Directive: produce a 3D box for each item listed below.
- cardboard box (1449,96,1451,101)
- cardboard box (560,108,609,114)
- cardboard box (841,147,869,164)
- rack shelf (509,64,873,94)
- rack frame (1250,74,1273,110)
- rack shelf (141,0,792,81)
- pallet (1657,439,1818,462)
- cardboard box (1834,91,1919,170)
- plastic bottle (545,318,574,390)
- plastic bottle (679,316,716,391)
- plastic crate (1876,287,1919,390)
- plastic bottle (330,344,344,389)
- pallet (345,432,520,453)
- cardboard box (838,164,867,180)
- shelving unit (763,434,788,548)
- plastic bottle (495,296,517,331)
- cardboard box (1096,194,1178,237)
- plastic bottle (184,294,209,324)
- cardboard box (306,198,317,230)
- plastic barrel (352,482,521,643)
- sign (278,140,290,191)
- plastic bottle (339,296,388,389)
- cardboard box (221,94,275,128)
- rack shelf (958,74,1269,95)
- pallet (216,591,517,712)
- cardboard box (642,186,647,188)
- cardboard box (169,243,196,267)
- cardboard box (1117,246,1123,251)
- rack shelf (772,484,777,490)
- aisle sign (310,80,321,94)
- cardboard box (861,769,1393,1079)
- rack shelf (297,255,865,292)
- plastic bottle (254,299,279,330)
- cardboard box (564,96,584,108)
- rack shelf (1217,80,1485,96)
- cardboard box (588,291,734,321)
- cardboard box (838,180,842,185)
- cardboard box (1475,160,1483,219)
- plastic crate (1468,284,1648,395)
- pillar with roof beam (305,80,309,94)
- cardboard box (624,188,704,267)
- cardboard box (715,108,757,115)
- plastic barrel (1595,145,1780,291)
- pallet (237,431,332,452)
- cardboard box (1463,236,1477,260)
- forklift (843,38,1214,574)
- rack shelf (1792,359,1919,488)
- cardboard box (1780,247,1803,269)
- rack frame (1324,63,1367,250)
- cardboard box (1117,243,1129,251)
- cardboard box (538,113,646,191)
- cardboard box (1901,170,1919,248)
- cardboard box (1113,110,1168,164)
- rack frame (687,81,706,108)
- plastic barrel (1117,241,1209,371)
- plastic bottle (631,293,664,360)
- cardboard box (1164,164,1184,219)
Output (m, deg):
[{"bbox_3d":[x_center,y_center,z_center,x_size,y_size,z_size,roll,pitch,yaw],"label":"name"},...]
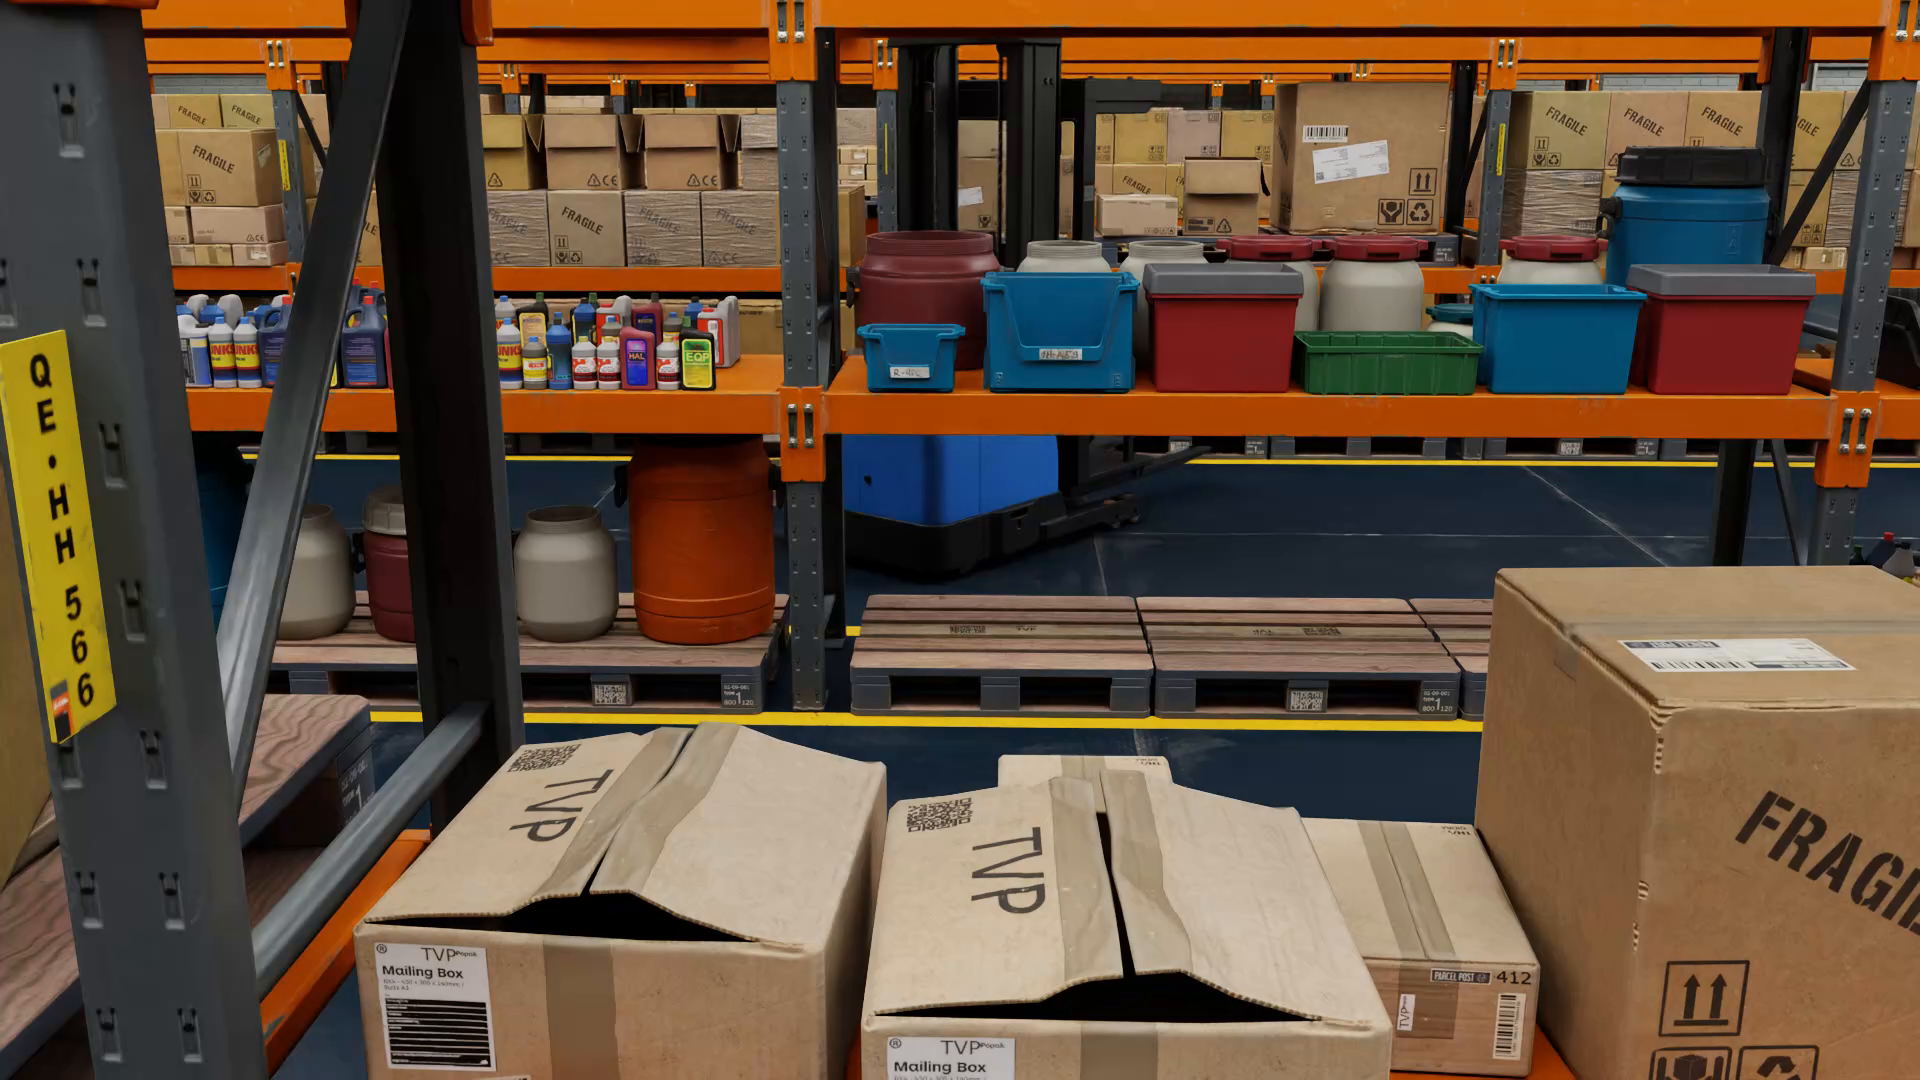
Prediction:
[{"bbox_3d":[5.748,-5.266,20.679,0.500,0.500,0.700,0,15,1],"label":"cardboard box"},{"bbox_3d":[-4.697,-5.164,20.877,0.500,0.500,0.500,0,15,1],"label":"cardboard box"},{"bbox_3d":[-0.997,-3.668,15.867,0.250,0.149,0.380,0,15,1],"label":"cardboard box"},{"bbox_3d":[-2.244,-4.526,16.145,4.000,0.370,1.077,0,15,1],"label":"rack shelf"},{"bbox_3d":[3.779,-4.647,21.075,0.127,3.000,1.000,0,15,1],"label":"rack frame"},{"bbox_3d":[-2.598,-1.999,6.566,4.000,0.370,1.077,0,15,1],"label":"rack shelf"},{"bbox_3d":[5.421,-0.769,11.842,1.213,0.211,1.003,0,15,1],"label":"pallet"},{"bbox_3d":[5.969,-2.716,11.015,0.500,0.500,0.500,0,15,1],"label":"cardboard box"},{"bbox_3d":[-1.554,-0.723,6.452,0.097,0.271,0.097,0,15,0],"label":"plastic bottle"},{"bbox_3d":[-1.014,-0.721,6.420,0.133,0.283,0.061,0,15,1],"label":"plastic bottle"},{"bbox_3d":[3.920,-0.791,6.581,0.504,0.338,0.767,0,15,1],"label":"plastic crate"},{"bbox_3d":[-2.475,-0.730,6.456,0.133,0.283,0.061,0,15,1],"label":"plastic bottle"},{"bbox_3d":[-3.698,-0.838,12.103,1.213,0.211,1.003,0,15,1],"label":"pallet"},{"bbox_3d":[-1.017,-3.524,15.904,0.250,0.149,0.380,1,15,4],"label":"cardboard box"},{"bbox_3d":[-1.073,-0.422,9.176,0.210,0.900,0.258,-1,15,-3],"label":"shelving unit"},{"bbox_3d":[-1.965,-0.919,7.197,0.097,0.271,0.097,0,15,0],"label":"plastic bottle"},{"bbox_3d":[1.197,-2.207,11.297,0.500,0.250,0.500,0,15,0],"label":"cardboard box"},{"bbox_3d":[-3.326,-0.923,7.203,0.135,0.276,0.152,0,15,1],"label":"plastic bottle"},{"bbox_3d":[-4.934,-2.313,11.940,0.500,0.250,0.500,0,15,0],"label":"cardboard box"},{"bbox_3d":[-2.217,0.074,7.085,0.708,0.588,0.600,0,15,1],"label":"plastic barrel"},{"bbox_3d":[-4.484,-2.488,11.037,0.005,0.325,0.100,0,15,1],"label":"sign"},{"bbox_3d":[-2.315,-0.772,6.484,0.185,0.351,0.144,0,15,1],"label":"plastic bottle"},{"bbox_3d":[-6.776,-4.057,16.098,0.500,0.500,0.500,0,15,0],"label":"cardboard box"},{"bbox_3d":[1.780,-5.763,20.834,4.000,0.370,1.077,0,15,1],"label":"rack shelf"},{"bbox_3d":[-2.605,0.462,7.175,1.213,0.211,1.003,0,15,1],"label":"pallet"},{"bbox_3d":[-1.979,-2.272,11.877,0.500,0.500,0.500,0,15,0],"label":"cardboard box"},{"bbox_3d":[-5.298,-1.973,11.429,0.250,0.149,0.380,0,15,0],"label":"cardboard box"},{"bbox_3d":[1.236,-2.494,16.500,0.750,0.750,1.050,1,15,2],"label":"cardboard box"},{"bbox_3d":[-1.073,-0.303,9.207,0.200,0.077,0.258,-1,15,-3],"label":"rack shelf"},{"bbox_3d":[-8.281,-6.062,21.341,0.004,0.787,0.394,0,15,1],"label":"aisle sign"},{"bbox_3d":[0.160,0.478,1.822,0.500,0.311,0.500,0,15,1],"label":"cardboard box"},{"bbox_3d":[-2.472,-1.811,11.736,4.000,0.370,1.077,0,15,1],"label":"rack shelf"},{"bbox_3d":[-2.944,-0.887,7.074,0.097,0.271,0.097,0,15,0],"label":"plastic bottle"},{"bbox_3d":[-4.795,-5.495,20.861,0.250,0.149,0.380,1,15,3],"label":"cardboard box"},{"bbox_3d":[5.902,-7.003,25.533,4.000,0.370,1.077,0,15,1],"label":"rack shelf"},{"bbox_3d":[-2.053,-1.340,11.879,0.875,0.875,1.225,0,15,2],"label":"cardboard box"},{"bbox_3d":[-1.255,-3.382,15.947,0.250,0.149,0.380,1,15,2],"label":"cardboard box"},{"bbox_3d":[5.210,-3.426,16.152,0.550,0.550,0.875,0,15,1],"label":"cardboard box"},{"bbox_3d":[2.289,-0.777,6.437,0.575,0.384,0.392,0,15,1],"label":"plastic crate"},{"bbox_3d":[-10.876,-8.042,22.181,0.400,9.000,9.100,0,15,1],"label":"pillar with roof beam"},{"bbox_3d":[-1.990,-2.142,11.383,0.500,0.500,0.500,0,15,0],"label":"cardboard box"},{"bbox_3d":[-2.775,-5.155,20.843,0.500,0.500,0.500,0,15,0],"label":"cardboard box"},{"bbox_3d":[3.021,-1.179,6.947,0.708,0.901,0.600,0,15,1],"label":"plastic barrel"},{"bbox_3d":[-5.229,-0.849,12.144,1.213,0.211,1.003,0,15,1],"label":"pallet"},{"bbox_3d":[3.749,-2.072,11.807,0.250,0.149,0.380,0,15,1],"label":"cardboard box"},{"bbox_3d":[0.428,-1.555,9.489,1.130,2.935,3.031,12,19,38],"label":"forklift"},{"bbox_3d":[5.399,-0.496,6.751,4.000,0.370,1.077,0,15,1],"label":"rack shelf"},{"bbox_3d":[5.484,-1.924,11.246,0.250,0.149,0.380,0,15,1],"label":"cardboard box"},{"bbox_3d":[3.754,-3.384,16.288,0.127,3.000,1.000,0,15,1],"label":"rack frame"},{"bbox_3d":[1.841,-3.591,21.397,0.625,0.372,0.950,1,15,3],"label":"cardboard box"},{"bbox_3d":[-2.525,-2.696,11.517,0.637,0.503,0.797,1,15,3],"label":"cardboard box"},{"bbox_3d":[6.473,-2.270,11.283,0.500,0.500,0.875,0,15,1],"label":"cardboard box"},{"bbox_3d":[1.733,-3.928,16.192,0.500,0.500,0.700,0,15,1],"label":"cardboard box"},{"bbox_3d":[-4.095,-5.965,26.071,0.127,3.000,1.000,0,15,1],"label":"rack frame"},{"bbox_3d":[0.856,-0.982,6.964,0.421,0.512,0.421,0,15,0],"label":"plastic barrel"},{"bbox_3d":[-1.351,-0.926,7.198,0.133,0.283,0.061,0,15,1],"label":"plastic bottle"},{"bbox_3d":[2.215,-3.375,16.055,0.500,0.500,0.500,1,15,2],"label":"cardboard box"}]
